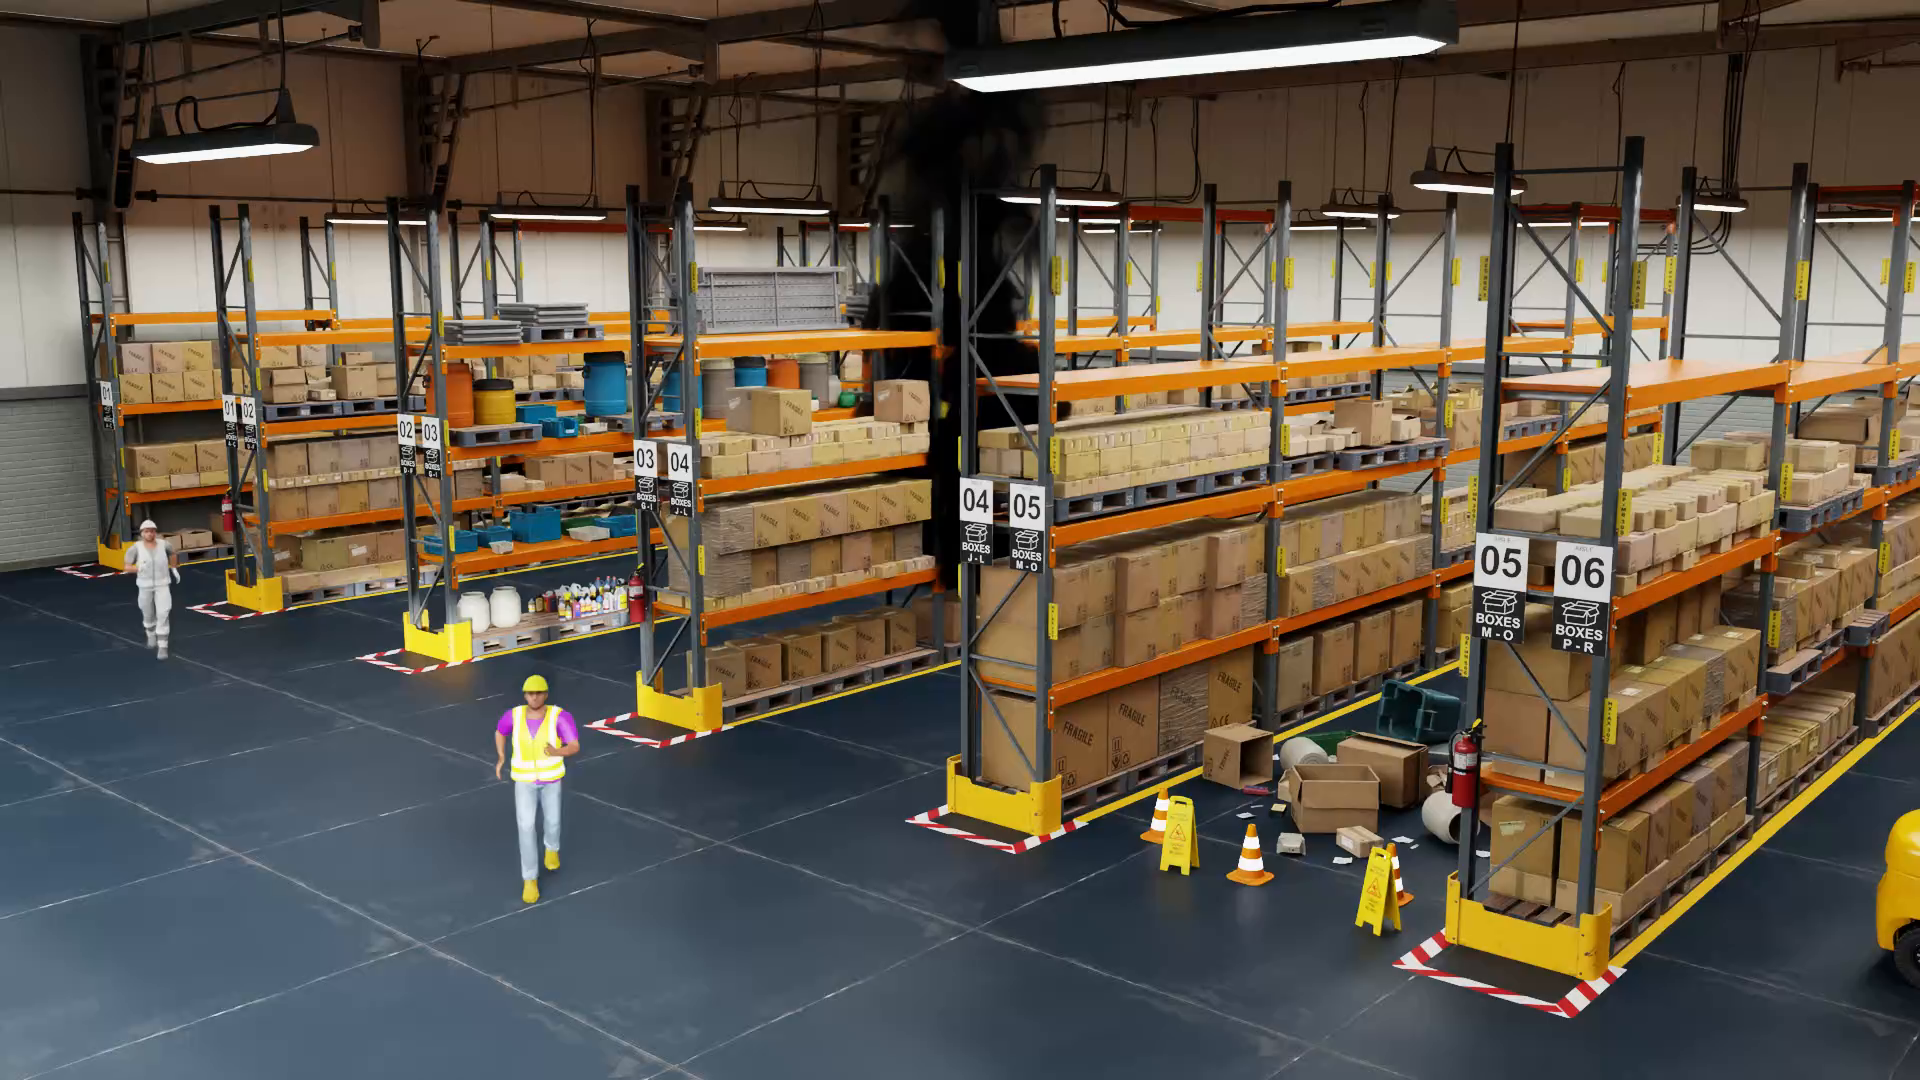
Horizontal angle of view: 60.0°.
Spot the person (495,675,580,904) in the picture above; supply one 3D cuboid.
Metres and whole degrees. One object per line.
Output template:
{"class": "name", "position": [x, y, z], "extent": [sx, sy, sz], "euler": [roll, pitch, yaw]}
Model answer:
{"class": "person", "position": [-3.503, 2.003, 13.831], "extent": [0.685, 1.802, 0.876], "euler": [-2, 10, -13]}

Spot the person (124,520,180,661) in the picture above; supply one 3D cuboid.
{"class": "person", "position": [-10.651, 0.620, 21.956], "extent": [0.659, 1.801, 0.964], "euler": [-5, 11, -27]}

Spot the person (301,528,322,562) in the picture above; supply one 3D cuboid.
{"class": "person", "position": [-10.725, -0.225, 27.549], "extent": [0.630, 1.656, 0.949], "euler": [8, 12, 40]}
